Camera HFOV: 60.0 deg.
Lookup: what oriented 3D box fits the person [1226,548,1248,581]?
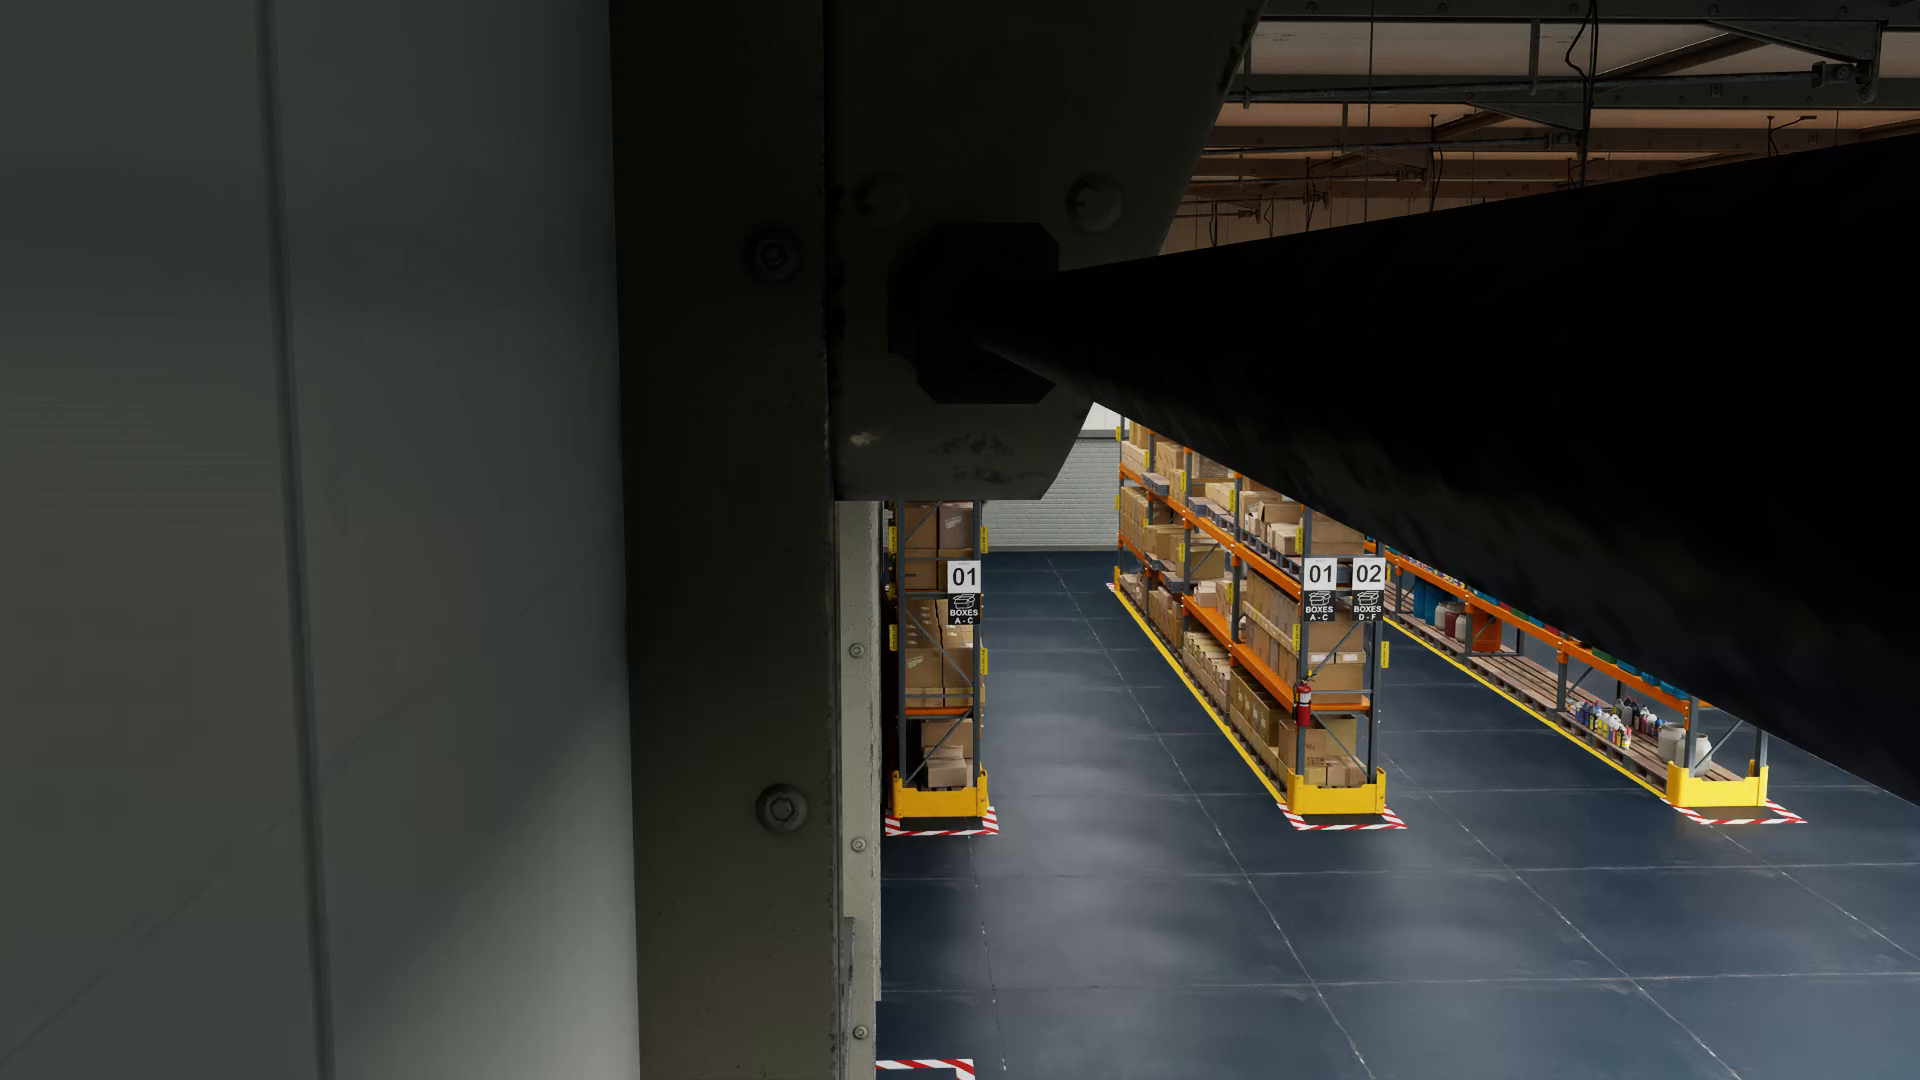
[{"bbox_3d":[5.924,0.421,35.464,0.555,1.722,0.649,0,8,0],"label":"person"}]

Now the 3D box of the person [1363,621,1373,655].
[{"bbox_3d":[7.262,1.194,29.722,0.676,1.822,0.780,-1,8,-5],"label":"person"}]
